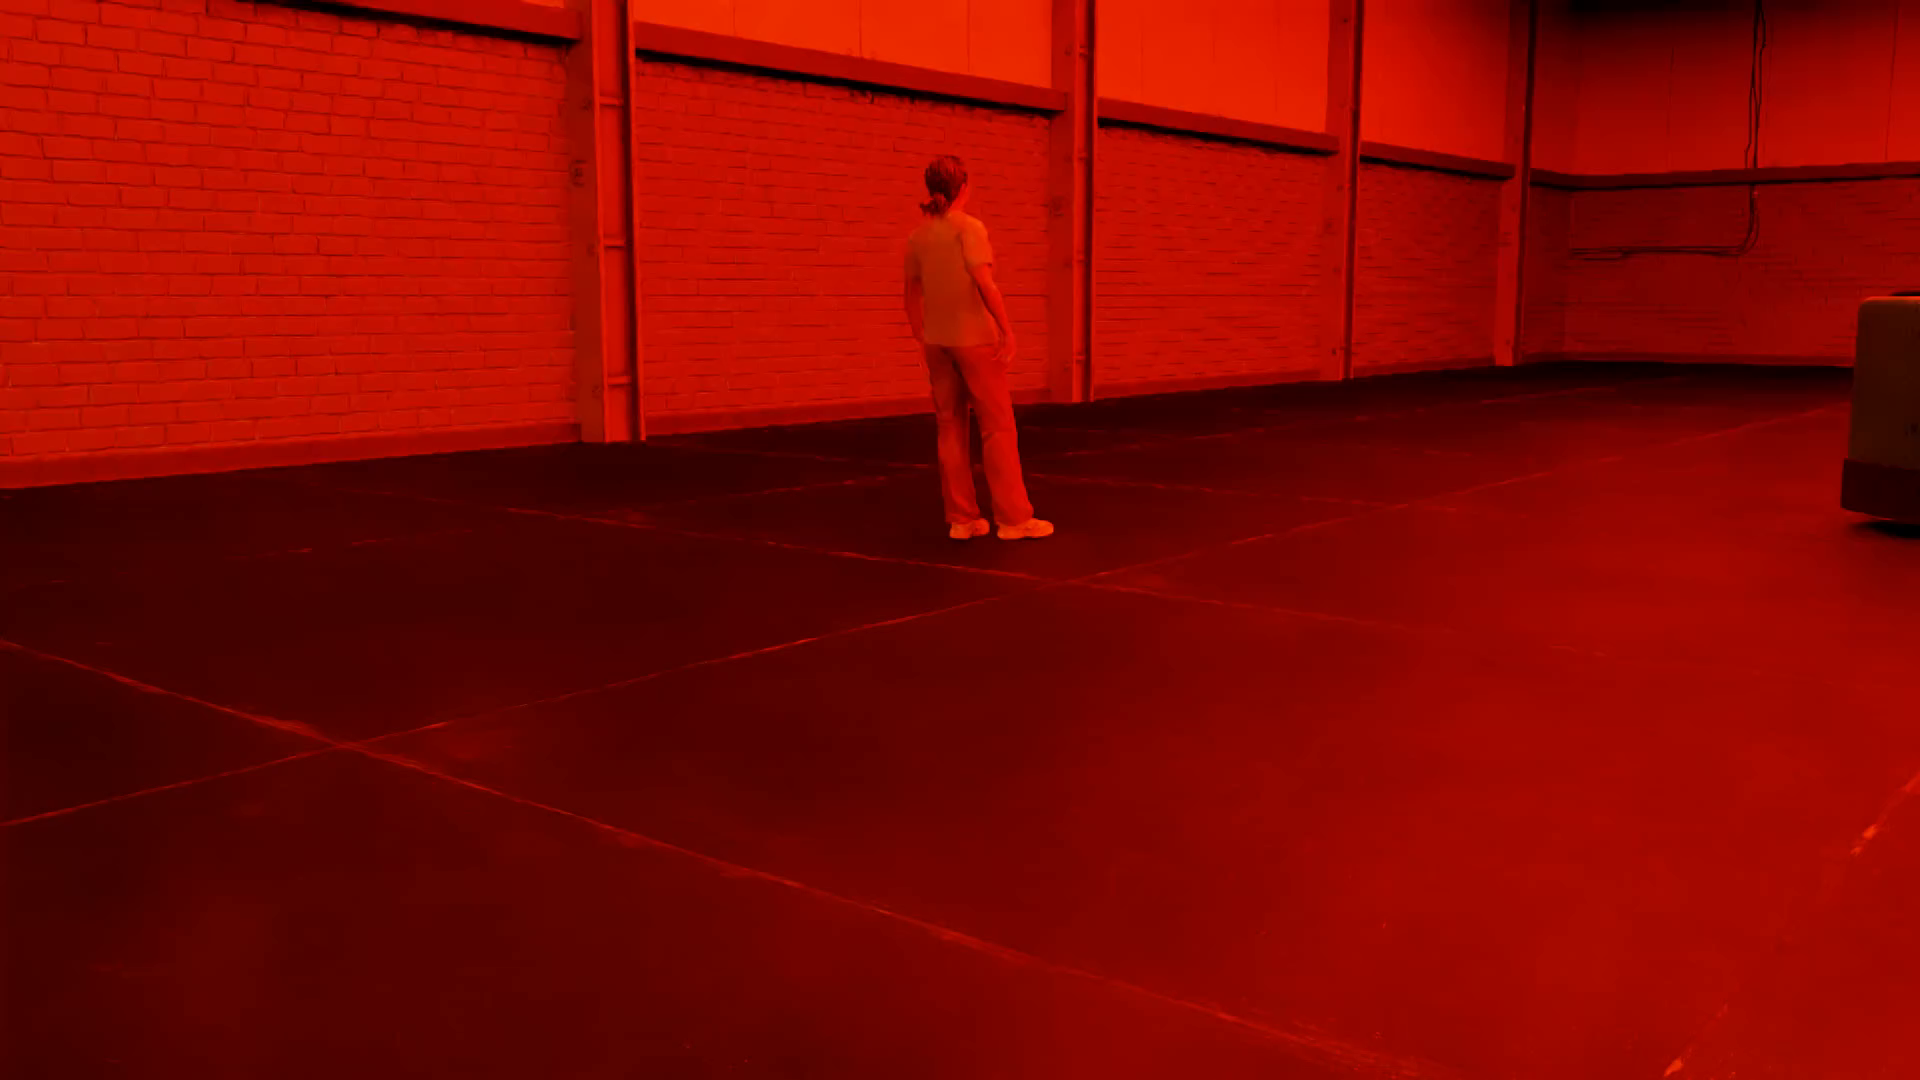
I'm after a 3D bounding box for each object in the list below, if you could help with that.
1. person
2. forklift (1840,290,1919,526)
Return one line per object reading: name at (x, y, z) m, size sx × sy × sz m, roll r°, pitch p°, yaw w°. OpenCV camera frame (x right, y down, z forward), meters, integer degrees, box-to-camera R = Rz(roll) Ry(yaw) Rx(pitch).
person at (0.055, -0.843, 7.333) m, size 0.554 × 1.674 × 0.548 m, roll 7°, pitch 11°, yaw 38°
forklift at (5.738, -1.477, 7.379) m, size 3.031 × 2.935 × 1.130 m, roll 0°, pitch 8°, yaw -3°
